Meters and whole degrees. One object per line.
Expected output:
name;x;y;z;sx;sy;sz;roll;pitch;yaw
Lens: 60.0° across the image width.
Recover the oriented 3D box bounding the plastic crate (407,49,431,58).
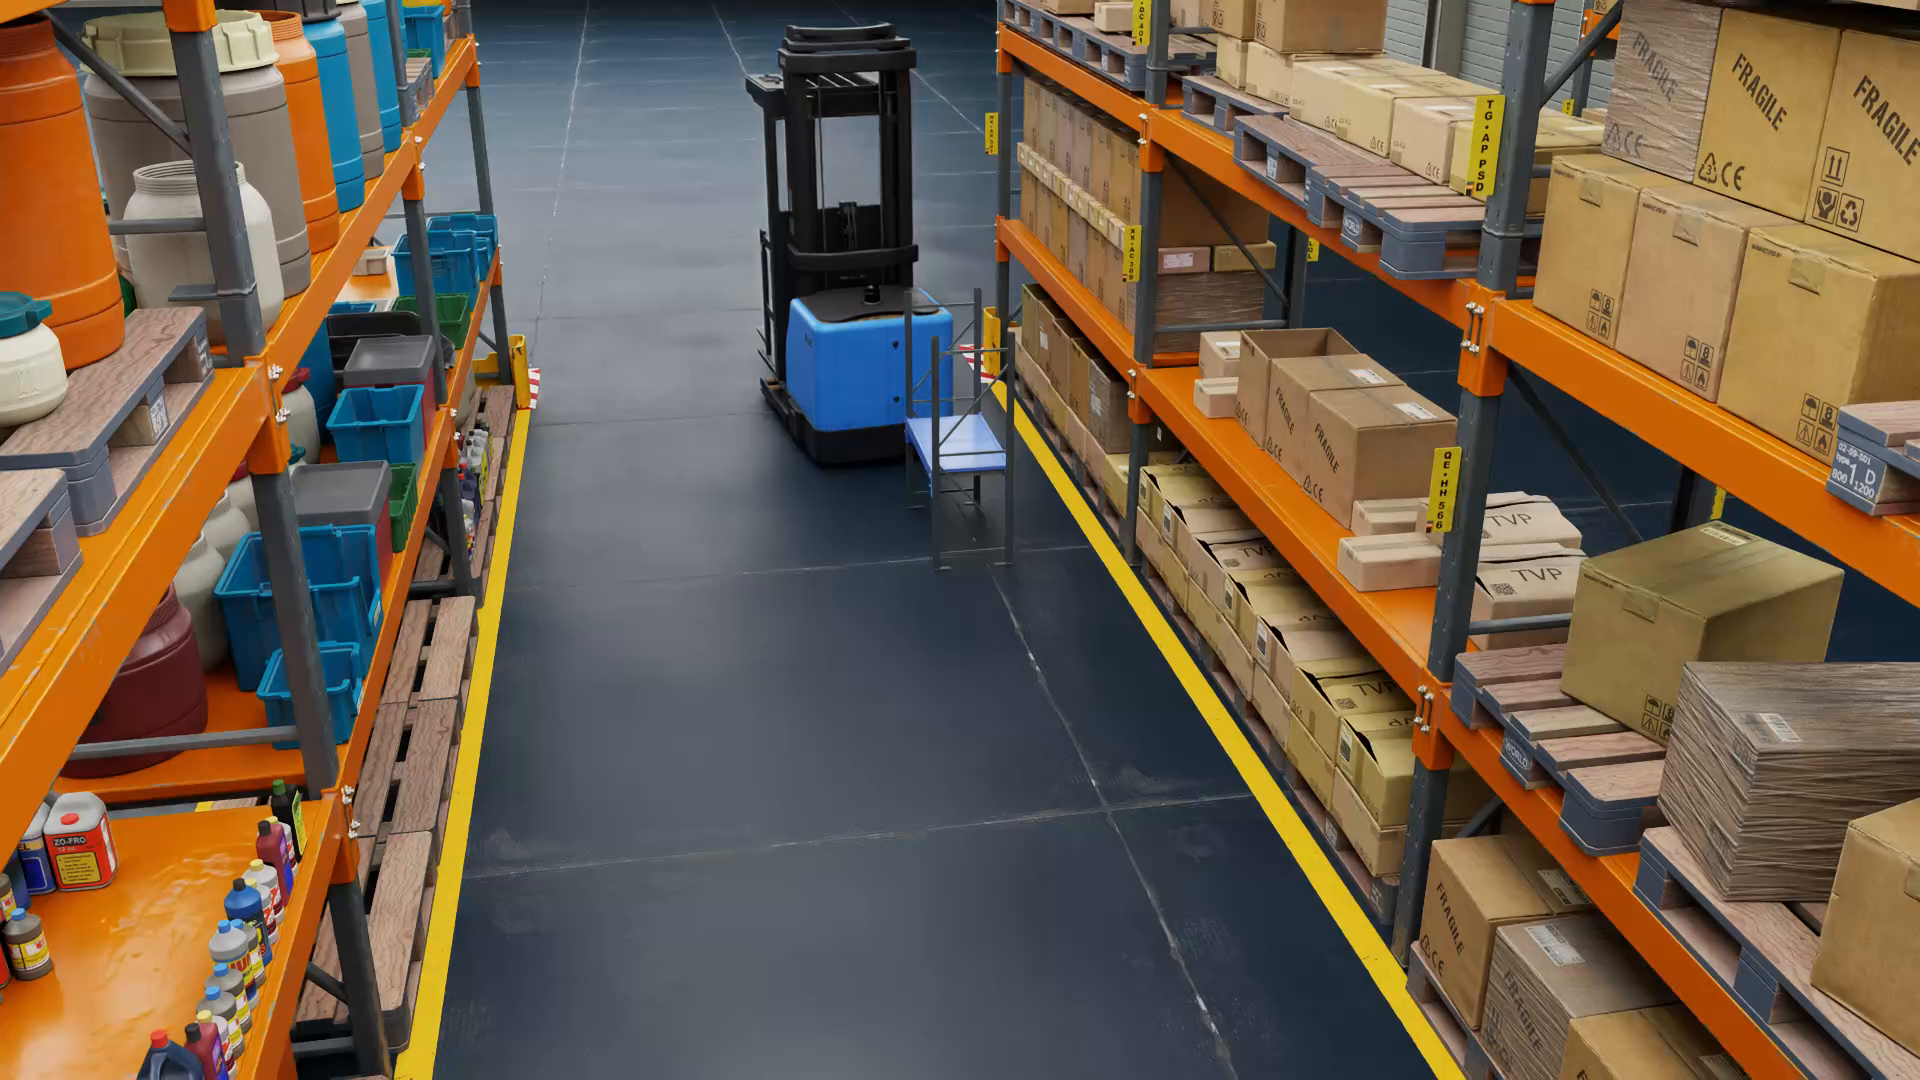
plastic crate;-3.355;-2.815;9.966;0.336;0.188;0.450;-4;24;-10

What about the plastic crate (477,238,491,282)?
plastic crate;-3.569;-1.972;11.703;0.499;0.251;0.408;-4;24;-10

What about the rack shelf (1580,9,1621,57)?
rack shelf;6.036;-3.462;12.080;1.077;0.370;4.000;-4;24;-10

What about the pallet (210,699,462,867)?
pallet;-2.918;1.168;7.813;1.003;0.211;1.213;-4;24;-10

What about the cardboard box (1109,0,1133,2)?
cardboard box;1.357;-3.598;10.664;0.797;0.503;0.637;-2;24;-4

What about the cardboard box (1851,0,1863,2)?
cardboard box;5.988;-3.440;10.981;0.500;0.500;0.500;-6;24;-14

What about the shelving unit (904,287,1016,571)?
shelving unit;-0.016;-0.721;10.527;0.538;1.500;1.048;-4;24;-10

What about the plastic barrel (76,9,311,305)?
plastic barrel;-2.530;-1.267;5.530;0.600;0.901;0.600;0;24;0

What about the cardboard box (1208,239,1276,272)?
cardboard box;1.679;-1.725;10.017;0.380;0.149;0.250;-4;24;-10

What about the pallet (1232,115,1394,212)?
pallet;1.855;-1.677;7.330;1.003;0.211;1.213;-3;24;-7

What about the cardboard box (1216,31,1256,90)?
cardboard box;1.643;-2.518;8.681;0.500;0.250;0.500;-2;24;-4

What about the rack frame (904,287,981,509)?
rack frame;-0.110;-0.921;10.984;0.500;1.500;0.032;-4;24;-10

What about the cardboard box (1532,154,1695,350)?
cardboard box;2.391;-0.940;5.282;0.910;0.500;0.500;-4;24;-10

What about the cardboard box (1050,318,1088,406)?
cardboard box;0.954;-1.294;11.939;0.500;0.500;0.500;-4;24;-10

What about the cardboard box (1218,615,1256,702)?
cardboard box;1.654;0.587;8.569;0.500;0.250;0.500;-4;24;-9

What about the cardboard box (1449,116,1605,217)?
cardboard box;2.138;-1.362;6.035;0.500;0.250;0.500;-6;24;-14

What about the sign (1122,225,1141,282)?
sign;0.993;-1.654;9.608;0.100;0.325;0.005;-4;24;-10

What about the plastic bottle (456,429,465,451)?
plastic bottle;-3.385;-0.628;11.284;0.061;0.283;0.133;-4;24;-10

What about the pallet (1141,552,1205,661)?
pallet;1.713;0.302;9.794;1.003;0.211;1.213;-4;24;-10

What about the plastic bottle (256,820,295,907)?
plastic bottle;-2.054;0.948;4.977;0.061;0.283;0.133;-4;24;-10

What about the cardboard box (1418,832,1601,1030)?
cardboard box;2.081;1.455;6.244;0.500;0.500;0.500;-3;24;-7

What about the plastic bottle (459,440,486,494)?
plastic bottle;-3.186;-0.474;10.849;0.144;0.351;0.185;-4;24;-10

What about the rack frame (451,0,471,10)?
rack frame;-4.070;-5.220;11.458;1.000;3.000;0.127;-4;24;-10

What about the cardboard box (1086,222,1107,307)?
cardboard box;1.257;-1.887;11.197;0.700;0.500;0.500;-4;24;-9

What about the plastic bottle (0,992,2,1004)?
plastic bottle;-2.689;1.154;4.520;0.097;0.271;0.097;0;24;0

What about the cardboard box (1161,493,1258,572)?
cardboard box;1.457;-0.073;9.380;0.500;0.311;0.500;-5;24;-10

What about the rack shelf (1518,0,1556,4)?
rack shelf;2.647;-1.138;3.512;1.077;0.370;4.000;-4;24;-10

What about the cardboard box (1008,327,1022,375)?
cardboard box;0.679;-1.541;13.440;0.500;0.250;0.500;-4;24;-10

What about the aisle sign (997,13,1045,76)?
aisle sign;0.485;-4.030;12.982;0.394;0.787;0.004;-4;24;-10

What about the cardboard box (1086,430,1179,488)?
cardboard box;1.155;-0.558;11.191;0.500;0.250;0.500;-4;24;-10

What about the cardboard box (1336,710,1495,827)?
cardboard box;1.939;0.934;7.074;0.500;0.311;0.500;-4;24;-8

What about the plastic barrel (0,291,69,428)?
plastic barrel;-2.249;-0.417;3.856;0.301;0.262;0.301;0;24;0

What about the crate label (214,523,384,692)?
crate label;-2.509;0.249;6.387;0.502;0.435;0.616;-4;24;-10

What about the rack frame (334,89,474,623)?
rack frame;-3.331;-0.897;9.056;1.000;3.000;0.127;-4;24;-10

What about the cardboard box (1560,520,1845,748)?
cardboard box;2.505;0.312;5.638;0.700;0.500;0.500;-13;27;-27

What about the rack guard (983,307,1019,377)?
rack guard;0.794;-1.700;14.017;1.175;0.500;0.348;-4;24;-10

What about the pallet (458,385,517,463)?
pallet;-3.865;-0.846;12.424;1.003;0.211;1.213;-4;24;-10

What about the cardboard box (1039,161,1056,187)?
cardboard box;0.800;-2.707;12.265;0.380;0.149;0.250;-5;24;-11

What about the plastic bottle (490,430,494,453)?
plastic bottle;-3.300;-0.700;11.551;0.097;0.201;0.097;0;24;0

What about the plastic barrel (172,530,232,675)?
plastic barrel;-2.991;0.236;6.322;0.421;0.512;0.421;0;24;0

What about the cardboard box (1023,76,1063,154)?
cardboard box;0.882;-3.271;12.745;0.700;0.500;0.500;-4;24;-10

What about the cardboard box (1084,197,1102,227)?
cardboard box;1.044;-2.196;11.095;0.380;0.149;0.250;-4;24;-8

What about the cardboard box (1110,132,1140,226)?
cardboard box;1.355;-2.275;10.466;0.700;0.500;0.500;-4;24;-10

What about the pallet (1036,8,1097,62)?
pallet;1.133;-3.409;11.170;1.003;0.211;1.213;-4;24;-10

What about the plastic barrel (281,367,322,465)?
plastic barrel;-3.369;-0.567;8.130;0.433;0.535;0.433;0;24;0

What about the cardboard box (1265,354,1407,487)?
cardboard box;1.854;-0.601;8.252;0.500;0.500;0.500;-4;24;-10

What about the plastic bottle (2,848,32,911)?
plastic bottle;-2.834;0.977;4.926;0.097;0.271;0.097;0;24;0

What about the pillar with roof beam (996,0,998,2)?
pillar with roof beam;-3.133;-17.223;38.942;9.100;9.000;0.400;-4;24;-10

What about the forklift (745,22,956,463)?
forklift;-0.968;-2.450;12.698;1.130;2.935;3.031;-7;25;-16

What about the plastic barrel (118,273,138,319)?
plastic barrel;-2.687;-0.721;5.098;0.294;0.245;0.294;0;24;0

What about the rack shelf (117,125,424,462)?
rack shelf;-2.961;-1.155;6.799;1.077;0.370;4.000;-4;24;-10

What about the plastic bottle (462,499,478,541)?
plastic bottle;-3.045;-0.133;10.161;0.152;0.276;0.135;-3;24;-8
